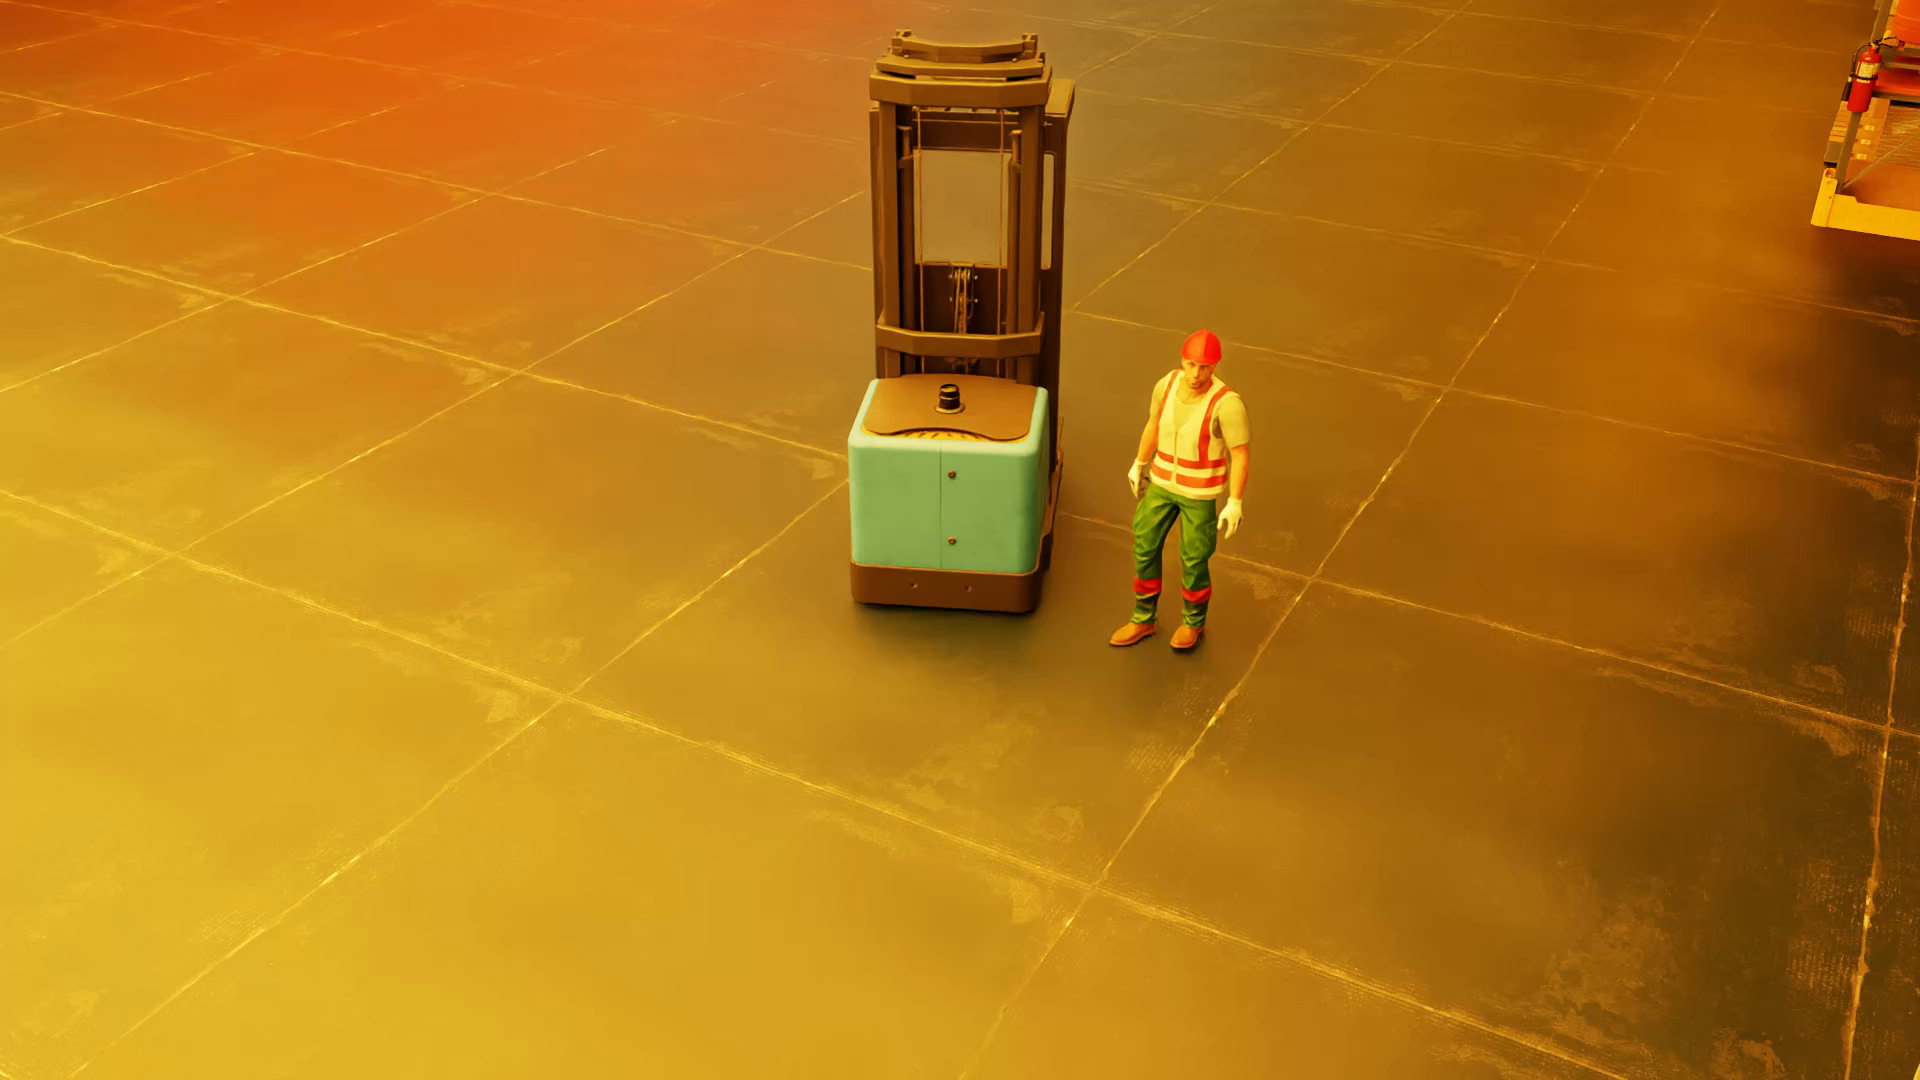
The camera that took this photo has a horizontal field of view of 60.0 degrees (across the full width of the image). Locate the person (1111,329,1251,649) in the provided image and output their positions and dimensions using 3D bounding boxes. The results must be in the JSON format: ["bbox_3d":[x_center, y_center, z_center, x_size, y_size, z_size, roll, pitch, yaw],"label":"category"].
[{"bbox_3d":[1.138,-0.234,8.630,0.718,1.785,0.525,21,36,32],"label":"person"}]

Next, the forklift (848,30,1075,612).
[{"bbox_3d":[0.075,-1.584,9.815,1.130,2.935,3.031,3,30,6],"label":"forklift"}]
